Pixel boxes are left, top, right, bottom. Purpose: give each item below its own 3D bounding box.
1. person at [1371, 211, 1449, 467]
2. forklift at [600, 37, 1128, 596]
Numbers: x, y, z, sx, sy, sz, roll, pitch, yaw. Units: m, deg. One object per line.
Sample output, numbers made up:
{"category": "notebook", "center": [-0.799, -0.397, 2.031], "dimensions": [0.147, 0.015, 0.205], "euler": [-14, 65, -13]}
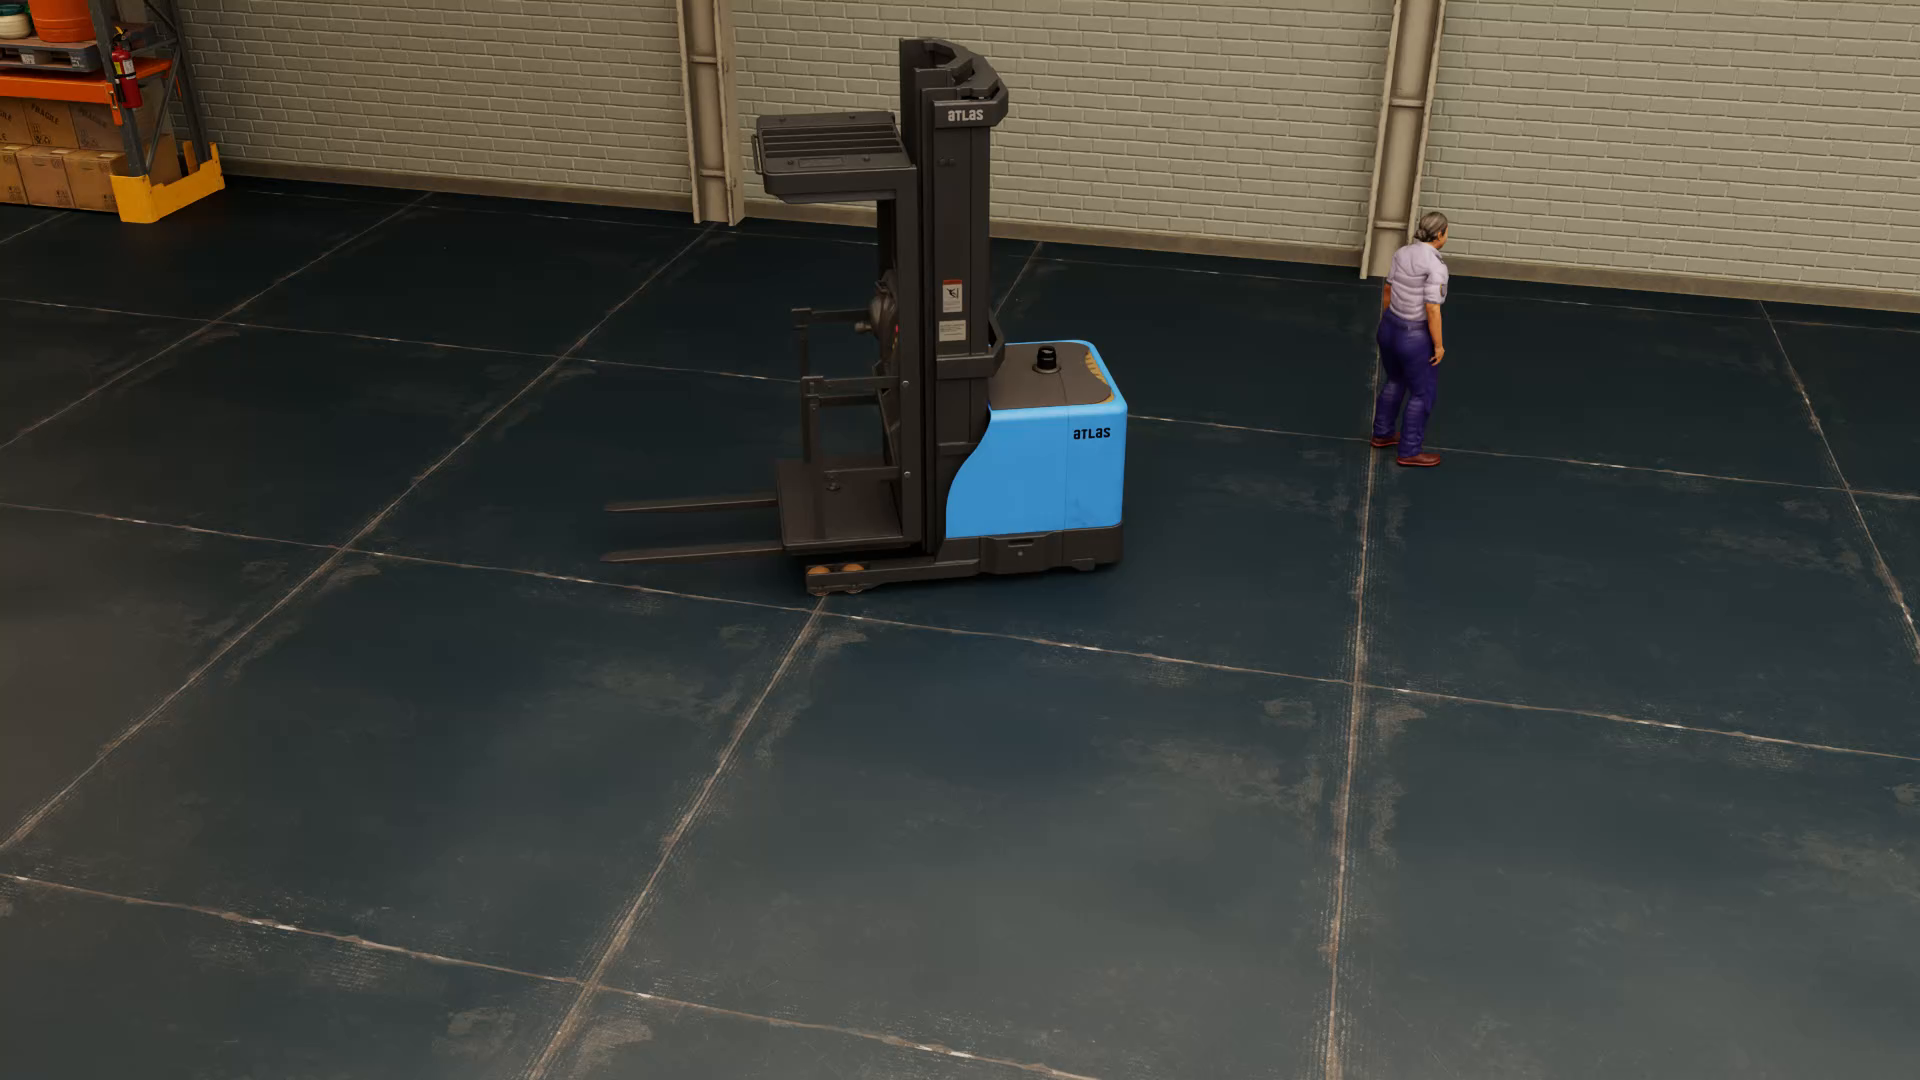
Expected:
{"category": "person", "center": [2.940, -1.305, 10.787], "dimensions": [0.376, 1.638, 0.561], "euler": [-13, 32, -21]}
{"category": "forklift", "center": [-0.602, -1.232, 9.345], "dimensions": [3.031, 2.935, 1.130], "euler": [-4, 30, -7]}
